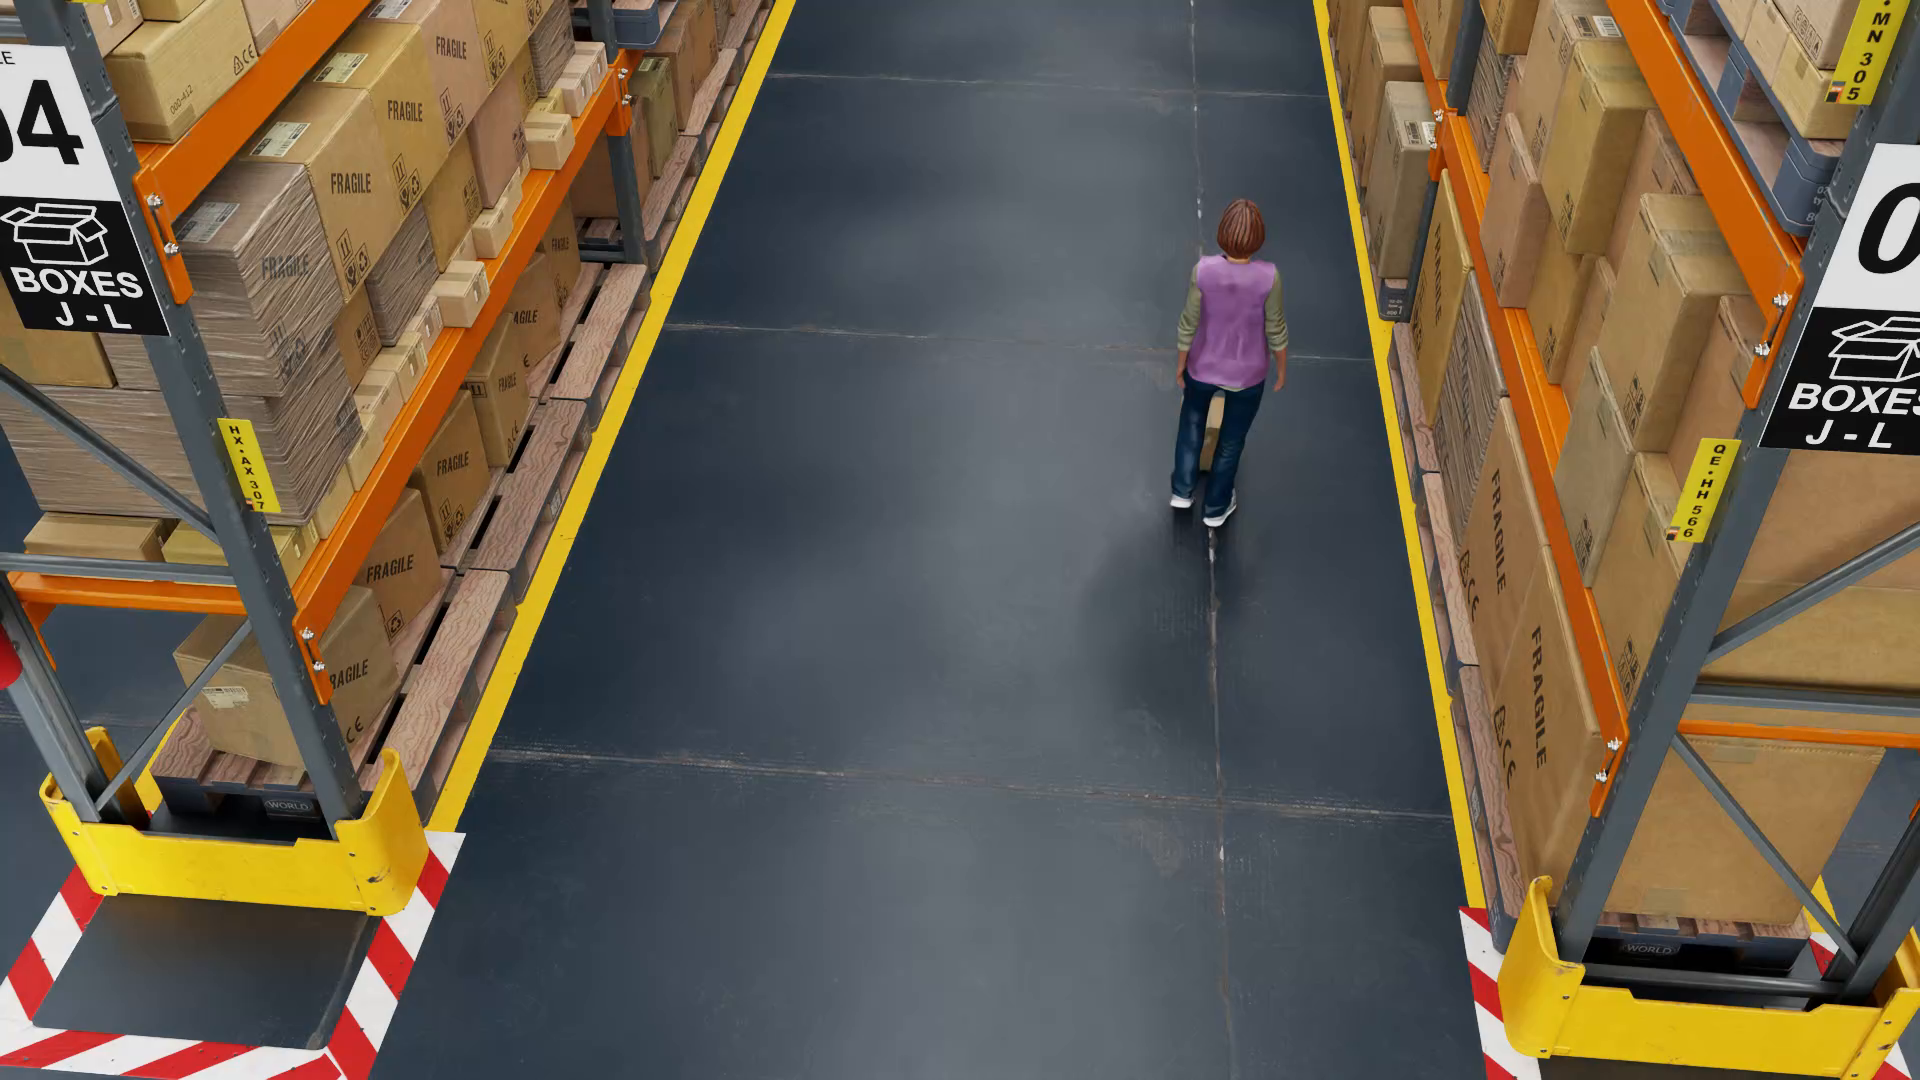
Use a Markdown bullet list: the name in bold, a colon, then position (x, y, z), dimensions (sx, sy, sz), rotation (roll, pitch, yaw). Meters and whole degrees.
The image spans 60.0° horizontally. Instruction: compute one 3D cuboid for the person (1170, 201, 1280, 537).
- **person**: position (1.095, -0.702, 6.985), dimensions (0.407, 1.598, 0.325), rotation (4, 41, 5)
